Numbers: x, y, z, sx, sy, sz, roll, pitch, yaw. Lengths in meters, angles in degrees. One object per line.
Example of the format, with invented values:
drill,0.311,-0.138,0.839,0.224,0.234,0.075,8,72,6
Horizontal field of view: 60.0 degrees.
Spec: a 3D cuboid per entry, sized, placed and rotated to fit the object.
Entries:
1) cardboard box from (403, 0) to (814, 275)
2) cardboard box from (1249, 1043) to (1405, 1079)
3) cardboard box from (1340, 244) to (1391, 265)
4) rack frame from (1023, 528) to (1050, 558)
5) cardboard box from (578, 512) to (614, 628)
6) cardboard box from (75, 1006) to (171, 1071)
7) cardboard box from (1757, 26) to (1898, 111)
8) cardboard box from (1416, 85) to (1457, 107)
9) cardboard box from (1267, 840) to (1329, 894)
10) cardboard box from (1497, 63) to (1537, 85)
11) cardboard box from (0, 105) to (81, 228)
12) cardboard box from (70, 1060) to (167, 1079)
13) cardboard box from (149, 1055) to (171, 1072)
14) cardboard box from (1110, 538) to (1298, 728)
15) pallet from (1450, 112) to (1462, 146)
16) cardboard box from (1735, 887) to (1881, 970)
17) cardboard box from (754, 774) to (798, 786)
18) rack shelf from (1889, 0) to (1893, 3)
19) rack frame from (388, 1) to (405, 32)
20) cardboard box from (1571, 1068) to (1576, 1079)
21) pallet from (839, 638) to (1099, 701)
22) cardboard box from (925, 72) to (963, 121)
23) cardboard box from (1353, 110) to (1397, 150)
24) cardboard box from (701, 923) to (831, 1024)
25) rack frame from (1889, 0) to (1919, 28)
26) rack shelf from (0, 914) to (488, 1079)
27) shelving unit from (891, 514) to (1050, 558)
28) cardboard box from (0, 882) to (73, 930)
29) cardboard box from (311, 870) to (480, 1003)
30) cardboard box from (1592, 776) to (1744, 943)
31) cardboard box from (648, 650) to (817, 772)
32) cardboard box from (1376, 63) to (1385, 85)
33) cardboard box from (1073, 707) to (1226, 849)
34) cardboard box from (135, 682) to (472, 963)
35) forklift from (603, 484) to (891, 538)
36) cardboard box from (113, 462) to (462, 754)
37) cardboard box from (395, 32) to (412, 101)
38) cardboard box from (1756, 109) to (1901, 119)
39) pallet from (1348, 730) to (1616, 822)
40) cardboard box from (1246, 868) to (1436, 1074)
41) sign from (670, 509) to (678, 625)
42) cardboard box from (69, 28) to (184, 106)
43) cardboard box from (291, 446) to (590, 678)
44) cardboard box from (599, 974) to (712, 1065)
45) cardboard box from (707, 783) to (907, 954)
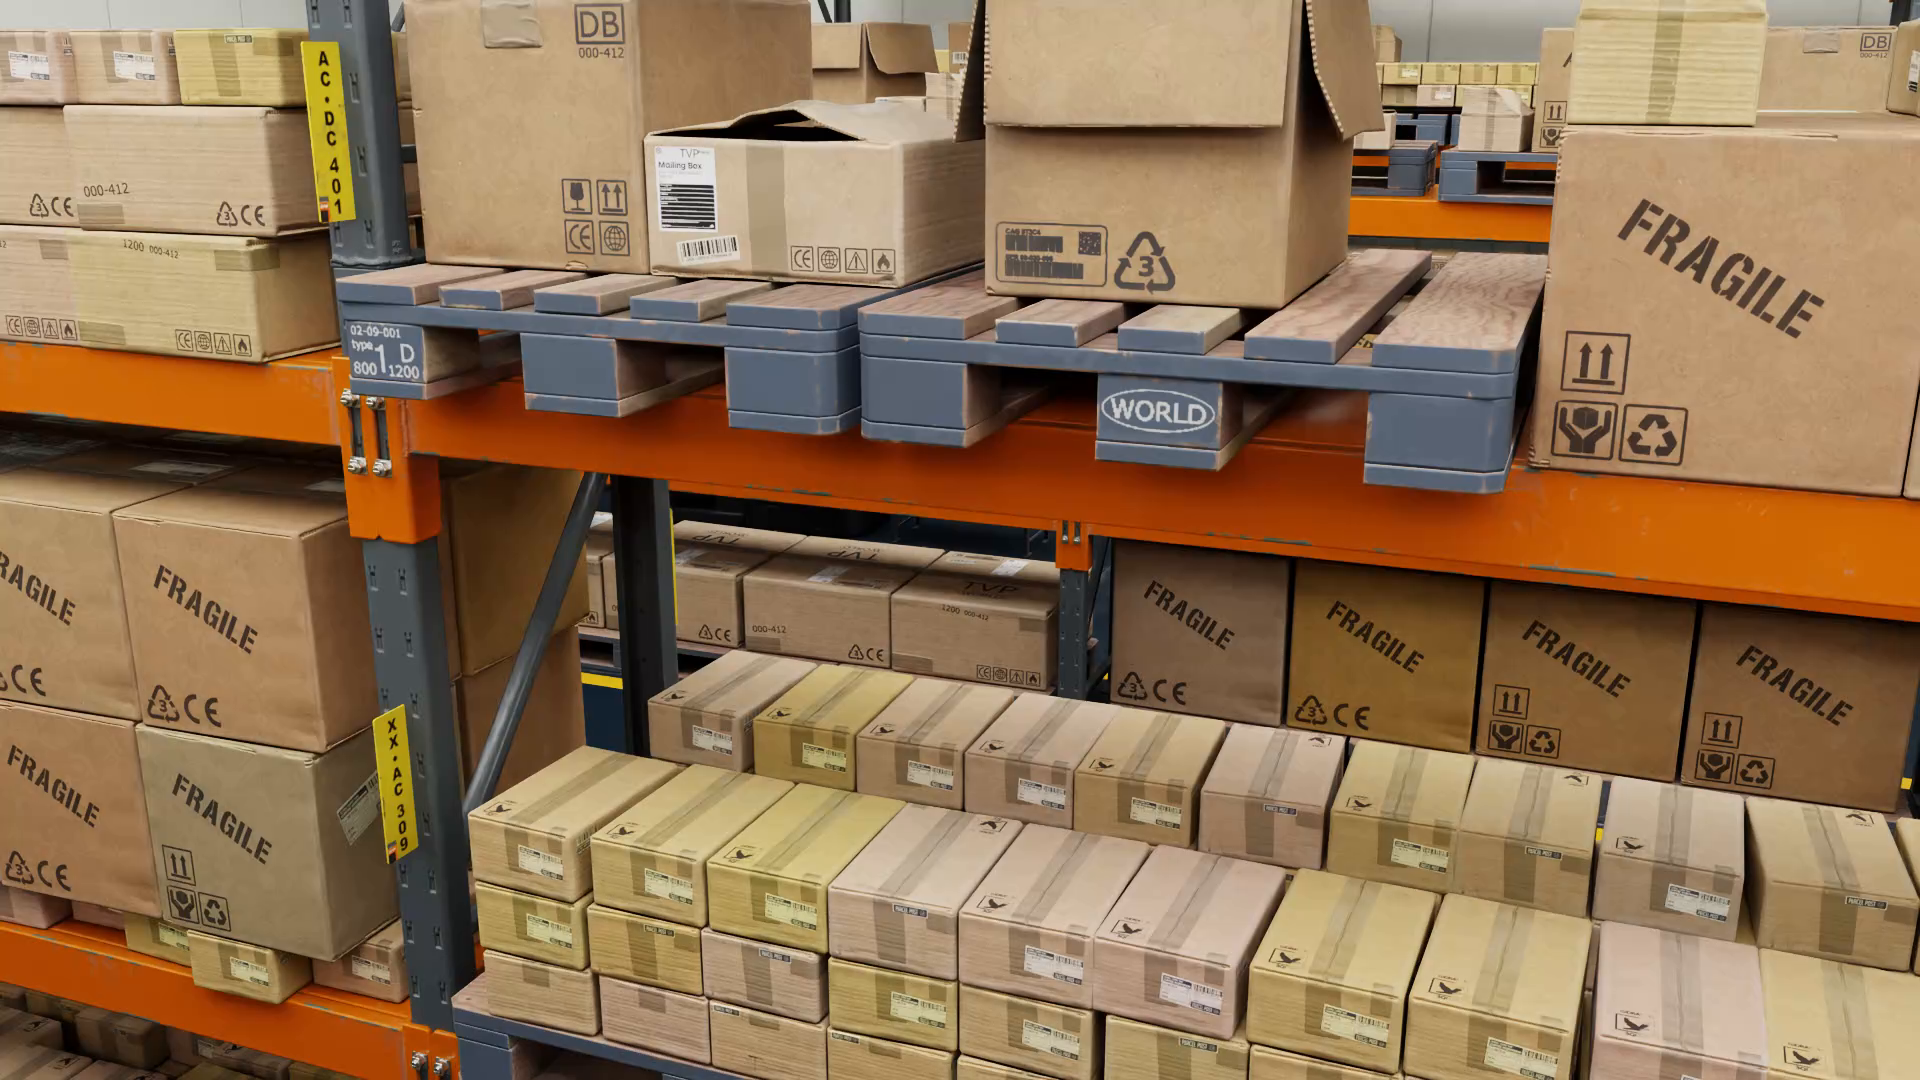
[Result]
cardboard box,-0.674,-0.838,3.366,0.500,0.500,0.700,6,17,21
cardboard box,0.667,0.880,2.925,0.250,0.149,0.380,6,17,20
cardboard box,2.922,-1.939,12.539,0.500,0.500,0.700,7,18,22
rack frame,0.552,-0.660,11.755,0.032,1.500,0.500,6,17,21
cardboard box,-2.334,0.152,10.111,0.875,0.438,0.875,6,17,19
cardboard box,-2.460,1.447,5.103,0.250,0.149,0.380,6,17,18
cardboard box,3.466,-1.842,6.825,0.500,0.500,0.700,5,17,18
cardboard box,3.389,-3.149,11.777,0.250,0.149,0.380,7,17,21
cardboard box,0.684,0.685,3.599,0.250,0.149,0.380,6,17,21
cardboard box,3.895,-3.251,11.595,0.250,0.149,0.380,6,17,21
cardboard box,-1.989,-0.861,3.751,0.500,0.250,0.500,6,17,18
cardboard box,-2.398,1.608,4.547,0.250,0.149,0.380,5,17,18
cardboard box,-2.423,1.567,5.224,0.250,0.149,0.380,6,17,20
cardboard box,1.342,0.352,8.637,0.875,0.875,0.875,7,18,22
pallet,4.101,-2.957,11.935,1.003,0.211,1.213,6,17,21
cardboard box,1.621,0.790,3.237,0.250,0.149,0.380,6,17,21
cardboard box,-0.298,0.577,3.968,0.250,0.149,0.380,6,17,21
rack shelf,4.414,-3.936,11.597,4.000,0.370,1.077,6,17,21
rack frame,-2.985,-3.799,9.120,0.127,3.000,1.000,6,17,21
cardboard box,0.916,1.050,2.876,0.250,0.149,0.380,7,18,22
pallet,0.057,0.732,9.273,1.213,0.211,1.003,6,17,21
cardboard box,0.024,-2.117,8.014,0.258,0.266,0.396,7,18,22
cardboard box,1.785,-1.819,7.344,0.250,0.166,0.380,5,17,17
cardboard box,-0.306,0.773,3.294,0.250,0.149,0.380,7,17,22
rack frame,6.275,-4.269,10.736,0.127,3.000,1.000,6,17,21
rack shelf,-2.847,0.926,4.894,4.000,0.370,1.077,6,17,21
shelving unit,0.079,-0.712,11.934,1.048,1.500,0.538,6,17,21
cardboard box,-2.339,0.844,4.338,0.250,0.149,0.380,5,17,18
cardboard box,-1.338,0.937,4.015,0.250,0.149,0.380,6,17,20
cardboard box,1.400,0.623,3.279,0.250,0.149,0.380,7,18,23
cardboard box,-0.541,0.409,4.015,0.250,0.149,0.380,7,18,23
cardboard box,2.945,-3.356,11.958,0.250,0.149,0.380,7,17,22
cardboard box,0.420,0.516,3.646,0.250,0.149,0.380,6,17,19
cardboard box,-1.540,0.618,3.951,0.500,0.500,0.500,6,17,21
forklift,-1.996,-1.641,12.568,3.031,2.935,1.130,6,17,20
cardboard box,-1.523,0.136,3.818,0.500,0.500,0.500,6,17,19
cardboard box,-1.168,-1.107,3.885,0.250,0.149,0.380,6,17,20
cardboard box,1.366,-0.521,3.027,0.500,0.500,0.500,6,17,21
pallet,2.620,1.014,8.302,1.213,0.211,1.003,6,17,21
cardboard box,0.667,0.737,2.886,0.250,0.149,0.380,7,18,22
sign,-0.786,0.085,4.424,0.005,0.325,0.100,6,17,21
cardboard box,-1.627,-1.000,3.516,0.250,0.149,0.380,7,18,22
cardboard box,-1.317,0.005,4.271,0.500,0.500,0.500,7,17,22
cardboard box,-0.528,0.891,3.423,0.250,0.149,0.380,7,17,22
cardboard box,-0.289,0.632,3.247,0.250,0.149,0.380,6,17,21
